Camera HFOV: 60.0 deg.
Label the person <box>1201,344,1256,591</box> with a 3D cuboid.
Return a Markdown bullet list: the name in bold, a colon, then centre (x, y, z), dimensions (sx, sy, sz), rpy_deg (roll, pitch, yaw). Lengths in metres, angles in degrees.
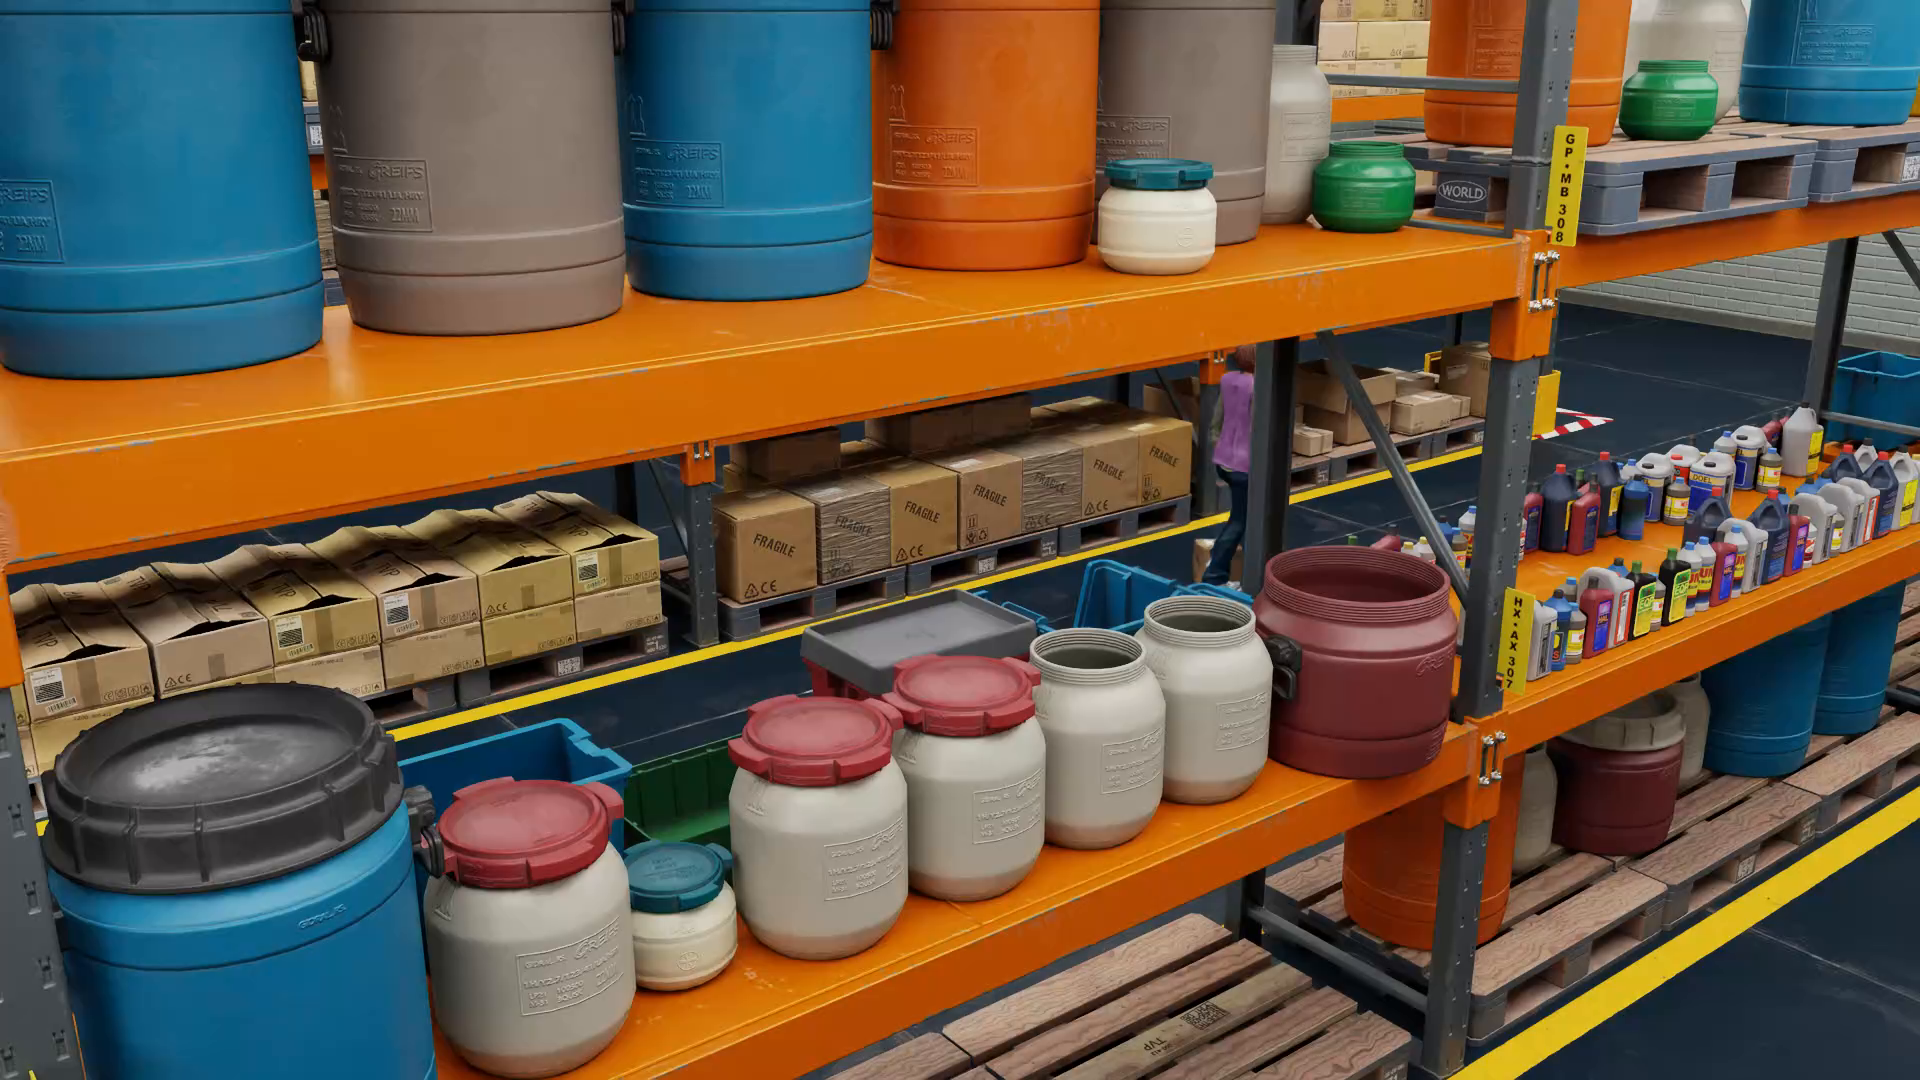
- **person**: centre (1.674, -0.414, 9.856), dimensions (0.444, 1.562, 0.479), rpy_deg (-9, 20, -27)
